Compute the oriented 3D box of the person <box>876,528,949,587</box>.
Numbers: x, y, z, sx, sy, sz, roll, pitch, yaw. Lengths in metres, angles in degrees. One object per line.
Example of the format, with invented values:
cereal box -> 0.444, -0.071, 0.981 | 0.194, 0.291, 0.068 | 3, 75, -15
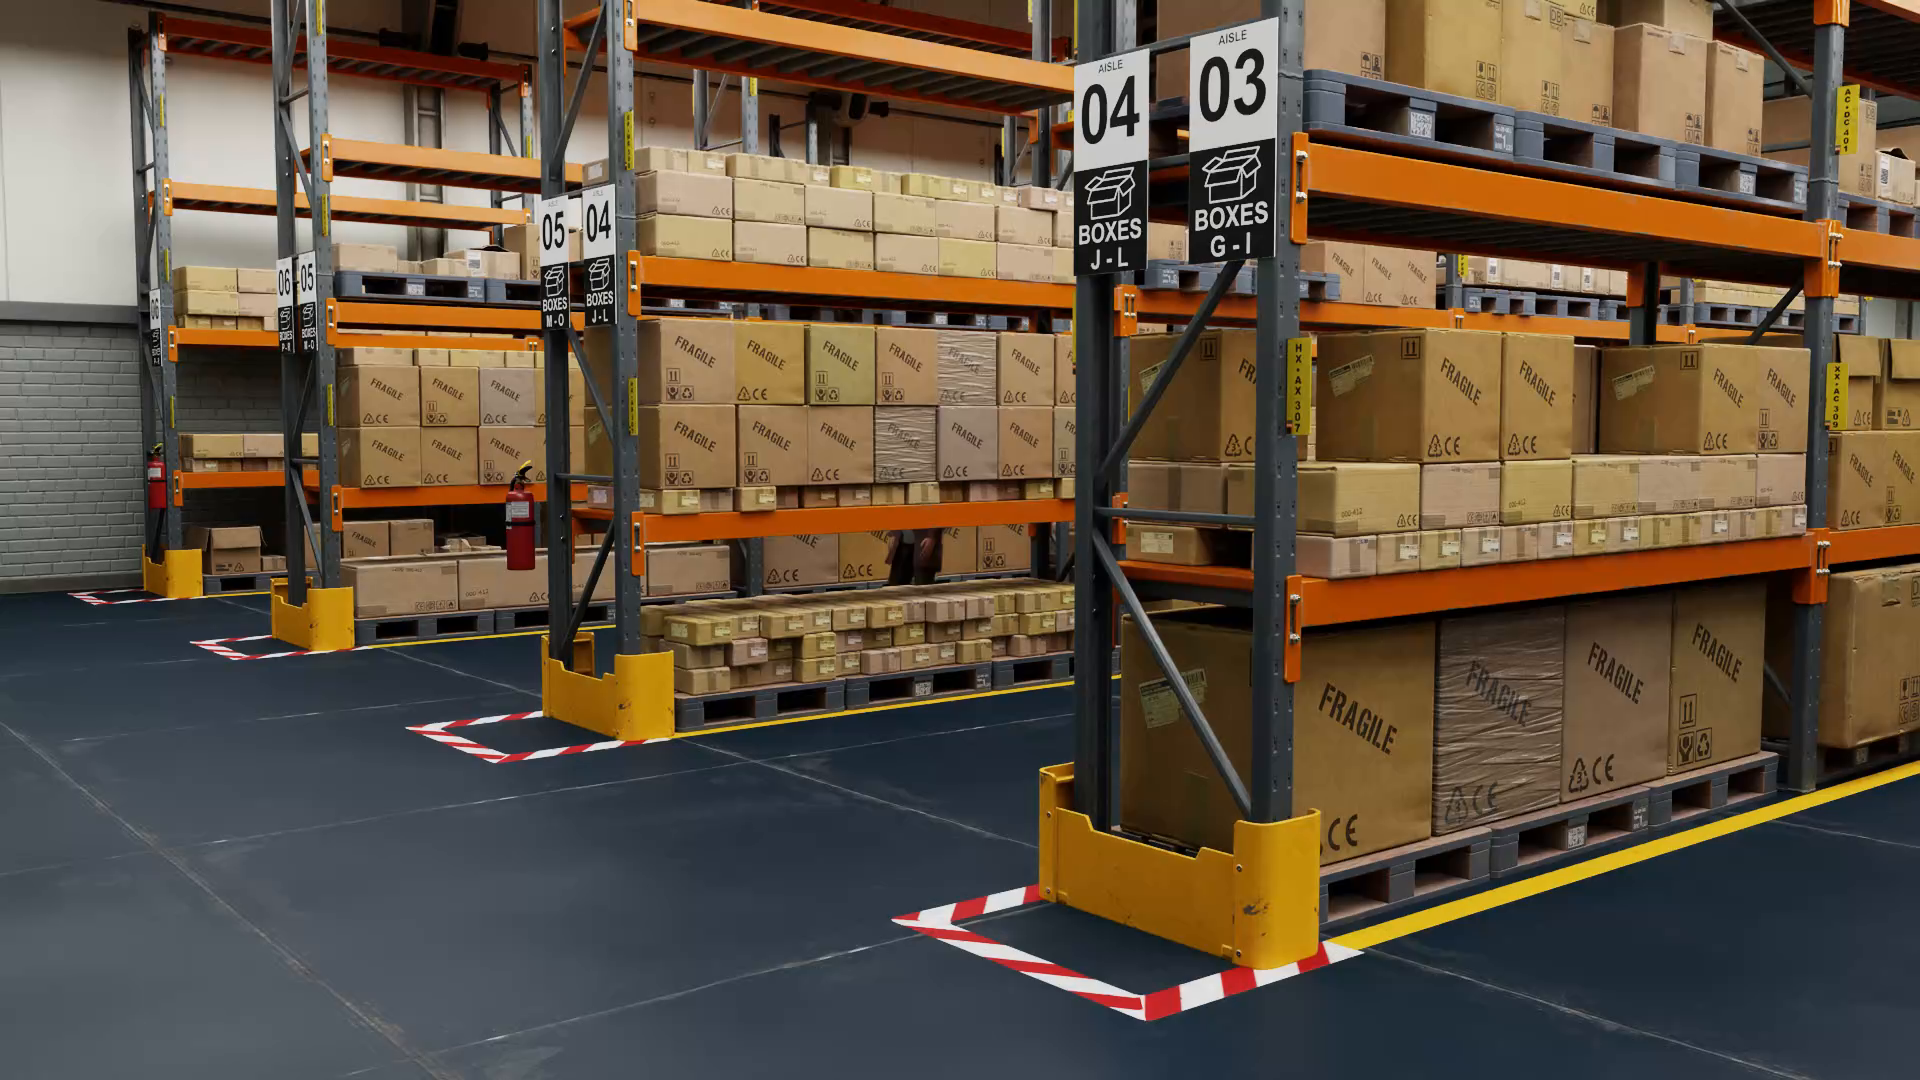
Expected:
person -> -0.348, 0.115, 13.416 | 0.624, 1.558, 0.612 | 4, 6, 41
